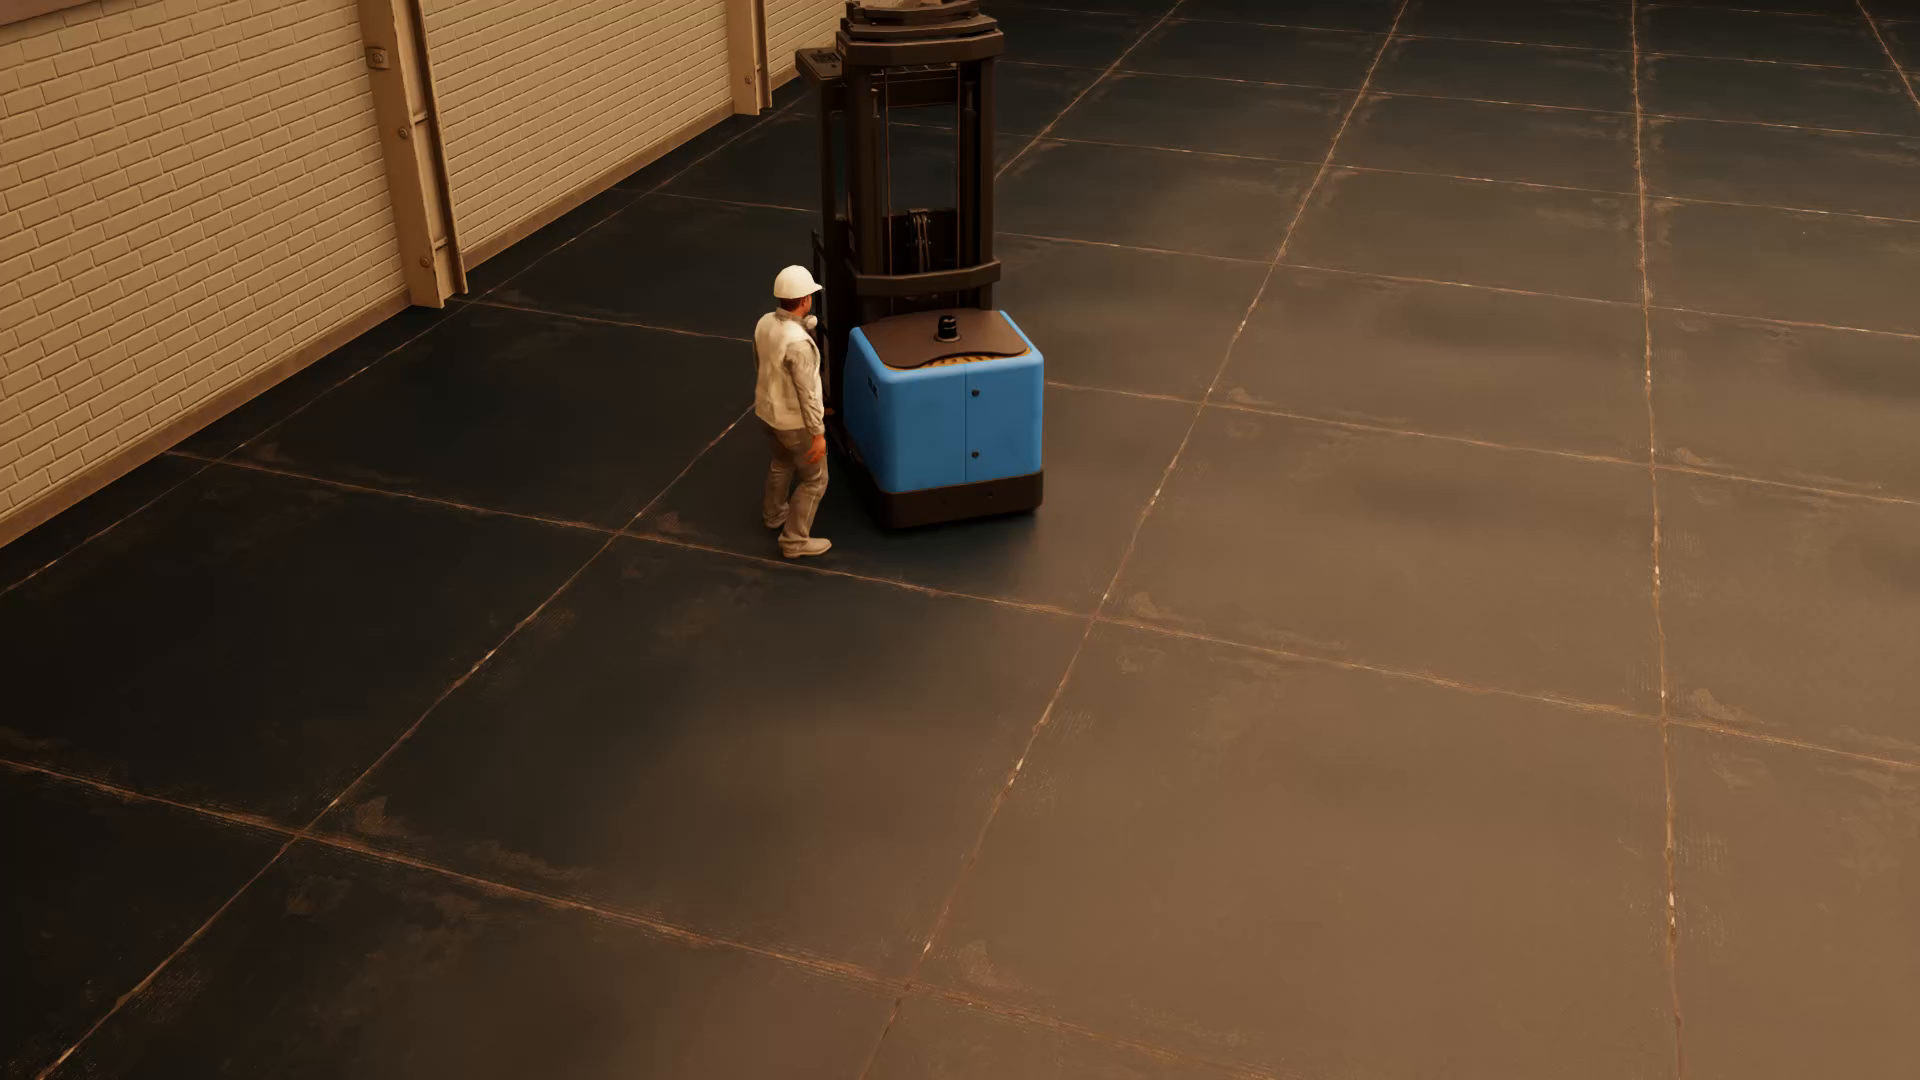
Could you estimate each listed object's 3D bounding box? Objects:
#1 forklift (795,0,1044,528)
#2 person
[{"bbox_3d":[-0.399,-2.061,10.752,1.130,2.935,3.031,-9,31,-15],"label":"forklift"},{"bbox_3d":[-0.964,-0.749,9.646,0.421,1.748,0.764,-19,35,-30],"label":"person"}]
